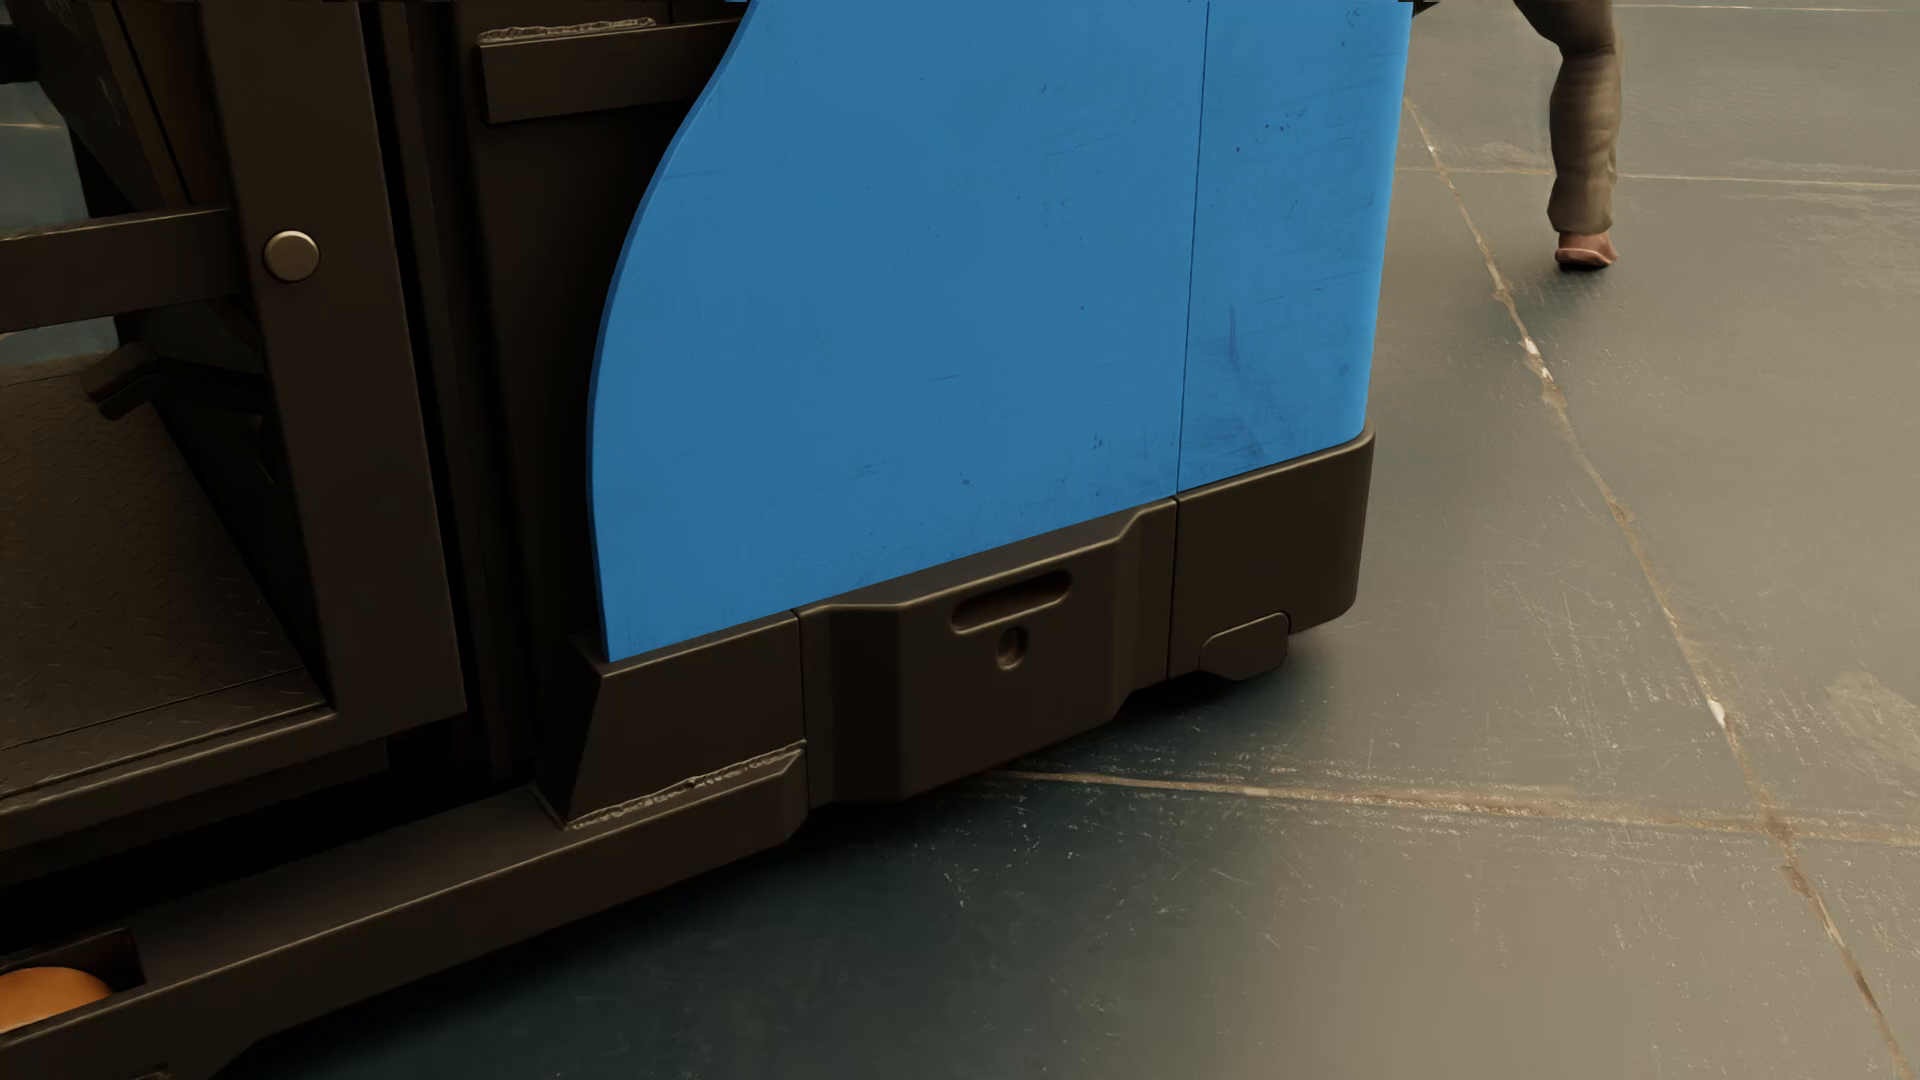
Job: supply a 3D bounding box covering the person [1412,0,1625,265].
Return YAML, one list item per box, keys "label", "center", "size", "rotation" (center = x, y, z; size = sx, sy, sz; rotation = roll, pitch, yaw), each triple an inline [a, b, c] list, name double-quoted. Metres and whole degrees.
- label: "person"
  center: [1.143, -1.255, 3.408]
  size: [1.079, 1.555, 0.480]
  rotation: [3, 27, 5]

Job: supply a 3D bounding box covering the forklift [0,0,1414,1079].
- label: "forklift"
  center: [-0.990, -0.996, 1.214]
  size: [3.031, 2.935, 1.130]
  rotation: [-16, 31, -29]
